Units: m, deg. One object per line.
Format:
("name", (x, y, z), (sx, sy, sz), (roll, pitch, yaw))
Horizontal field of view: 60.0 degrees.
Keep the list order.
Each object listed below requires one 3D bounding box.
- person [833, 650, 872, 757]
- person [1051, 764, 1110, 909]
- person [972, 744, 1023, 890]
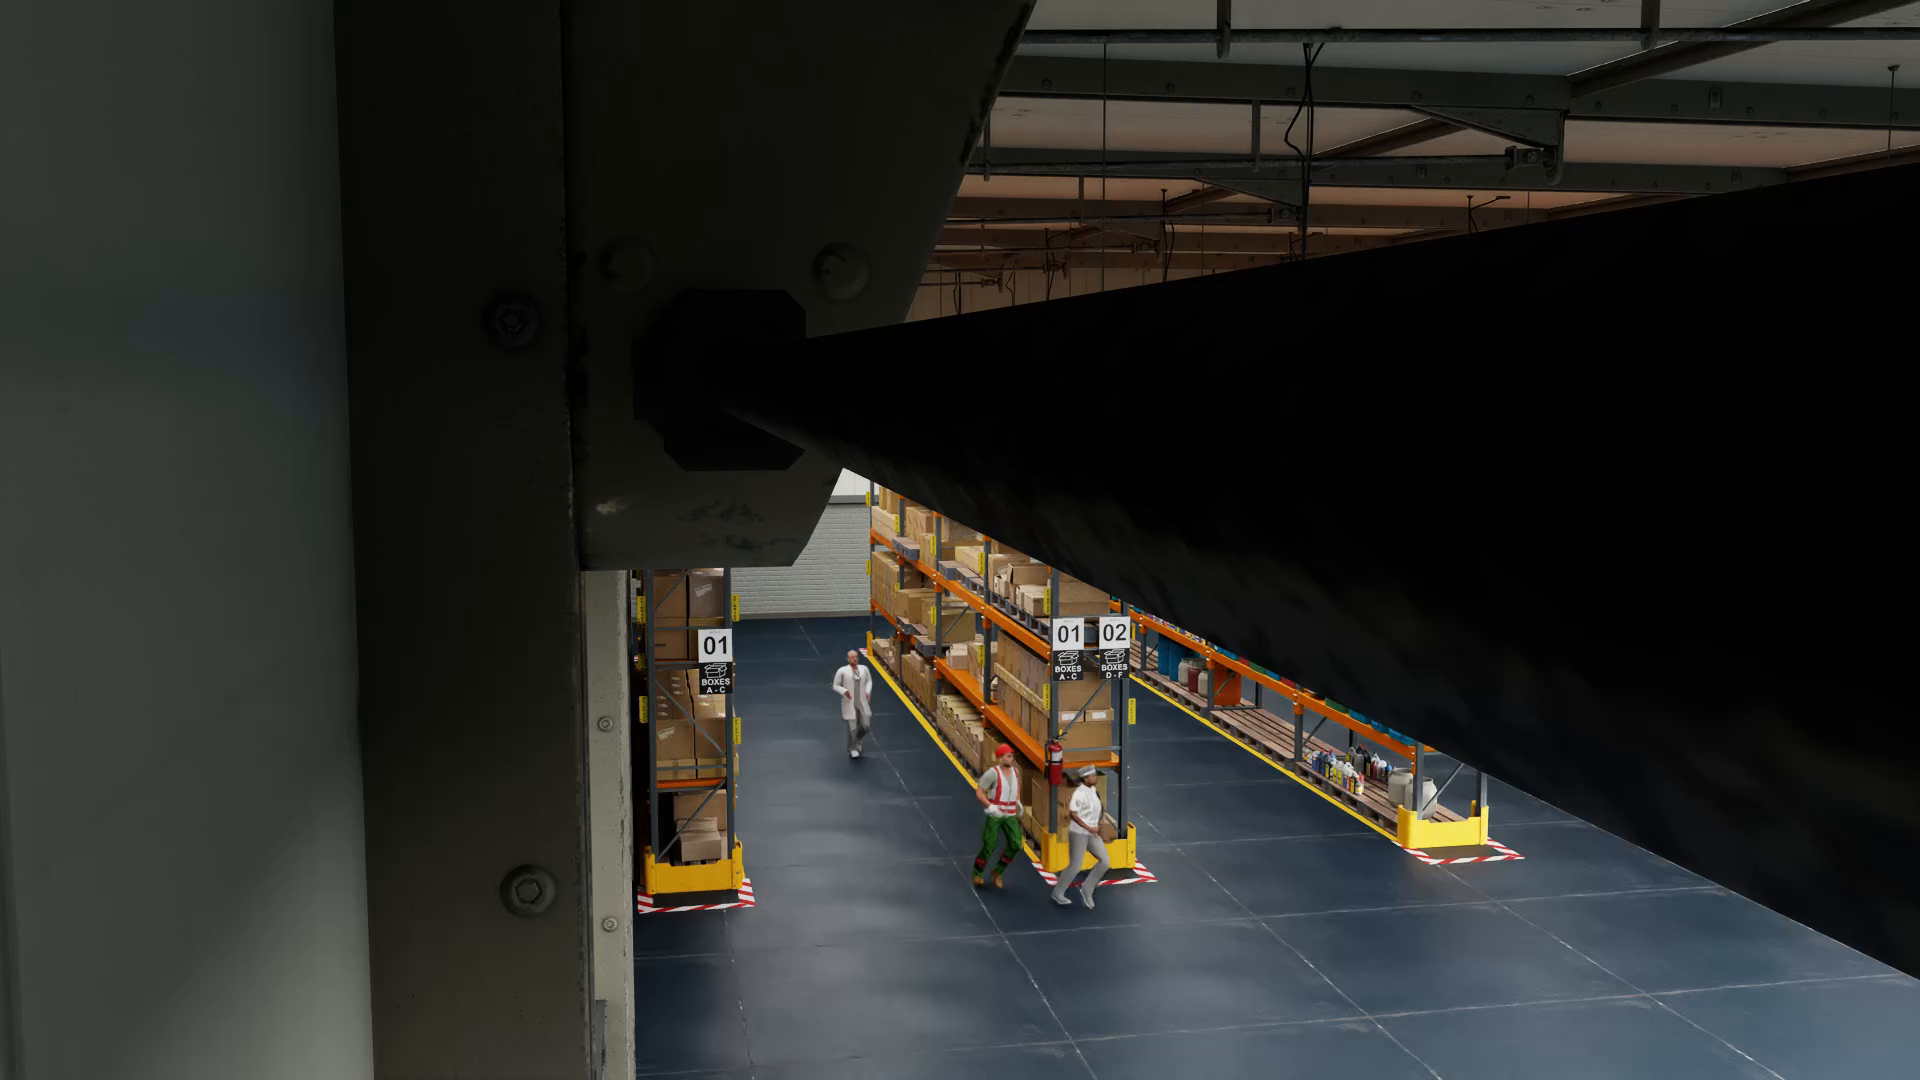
("person", (-1.693, 2.655, 26.911), (0.703, 1.729, 0.651), (-2, 6, -22))
("person", (1.475, 3.472, 19.608), (0.650, 1.686, 0.651), (4, 7, 34))
("person", (0.522, 3.353, 20.211), (0.717, 1.748, 0.632), (-3, 7, -30))
